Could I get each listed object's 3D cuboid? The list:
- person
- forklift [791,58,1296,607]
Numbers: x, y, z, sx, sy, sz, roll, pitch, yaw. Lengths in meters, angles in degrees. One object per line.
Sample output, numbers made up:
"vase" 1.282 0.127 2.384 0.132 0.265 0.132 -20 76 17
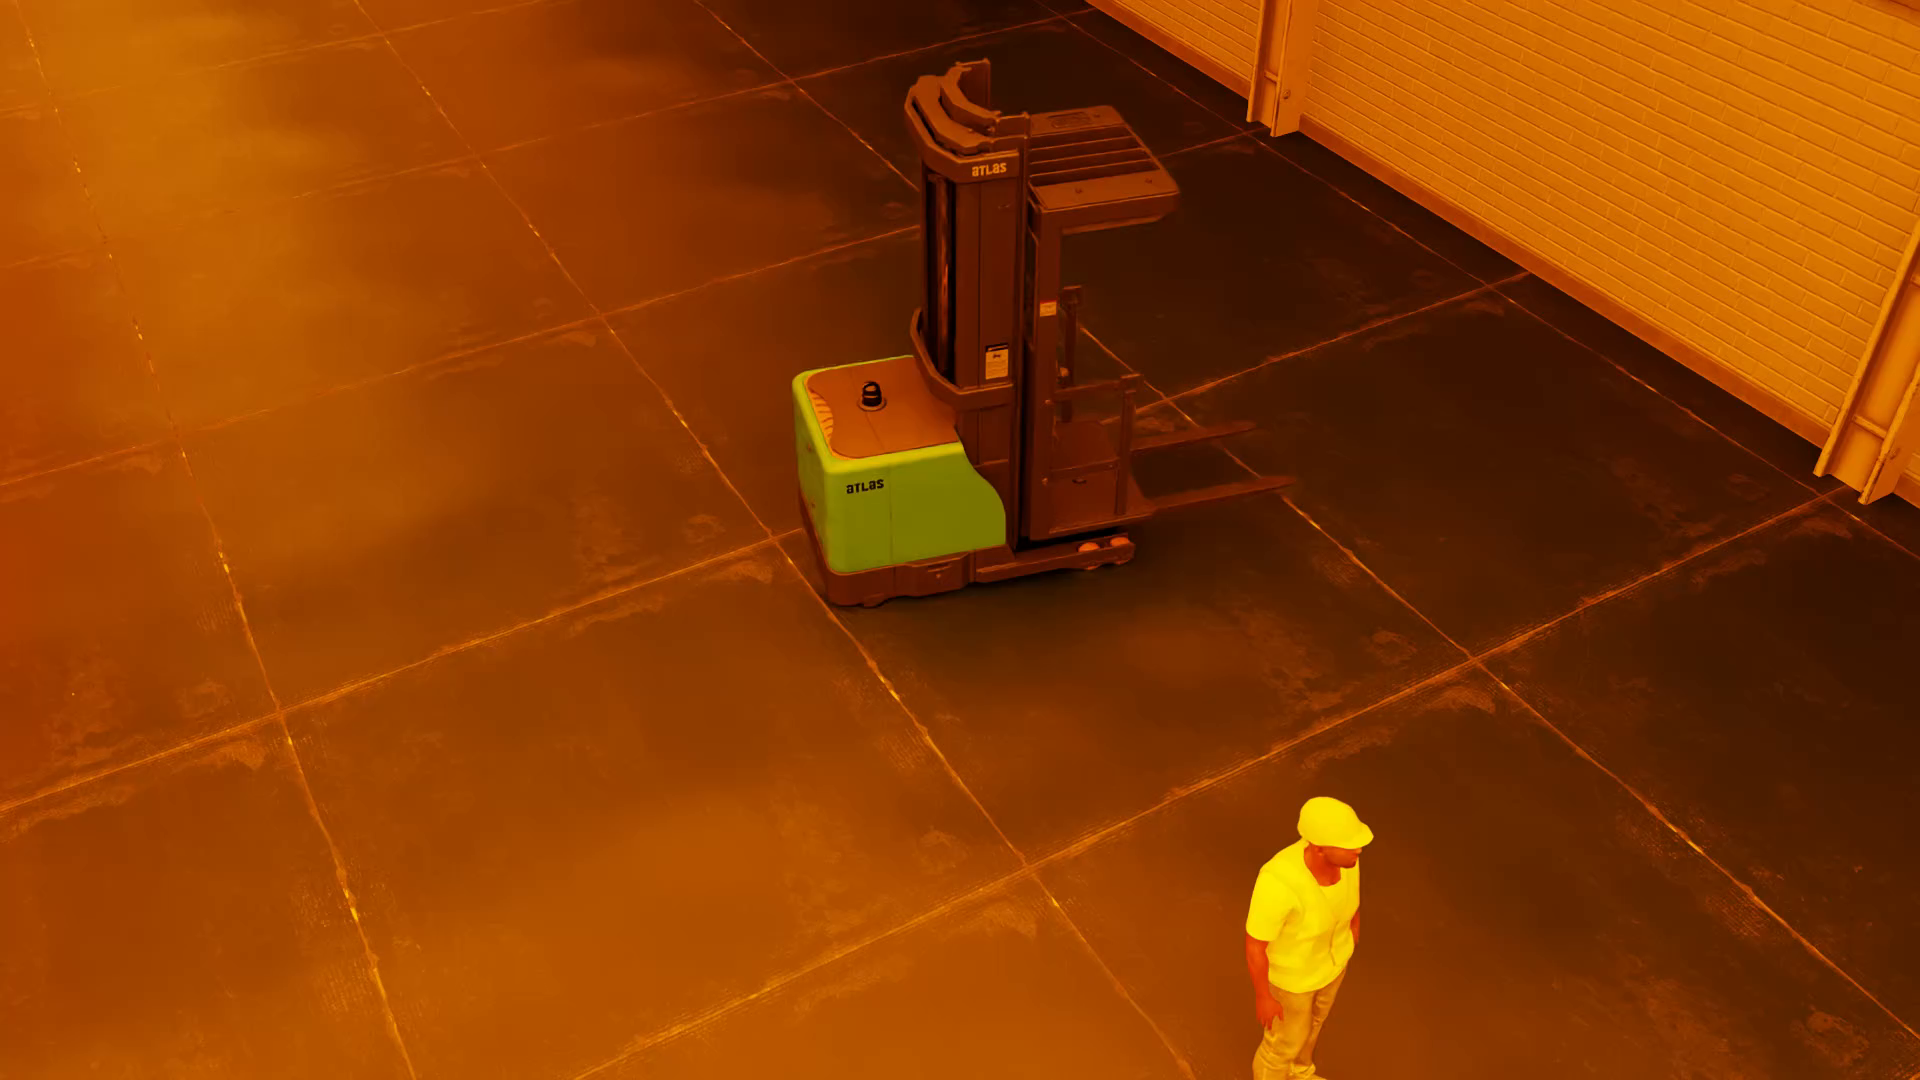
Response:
"person" 1.465 1.762 6.821 0.663 1.771 0.543 -30 48 -31
"forklift" 0.564 -1.261 9.556 3.031 2.935 1.130 -10 41 -12
